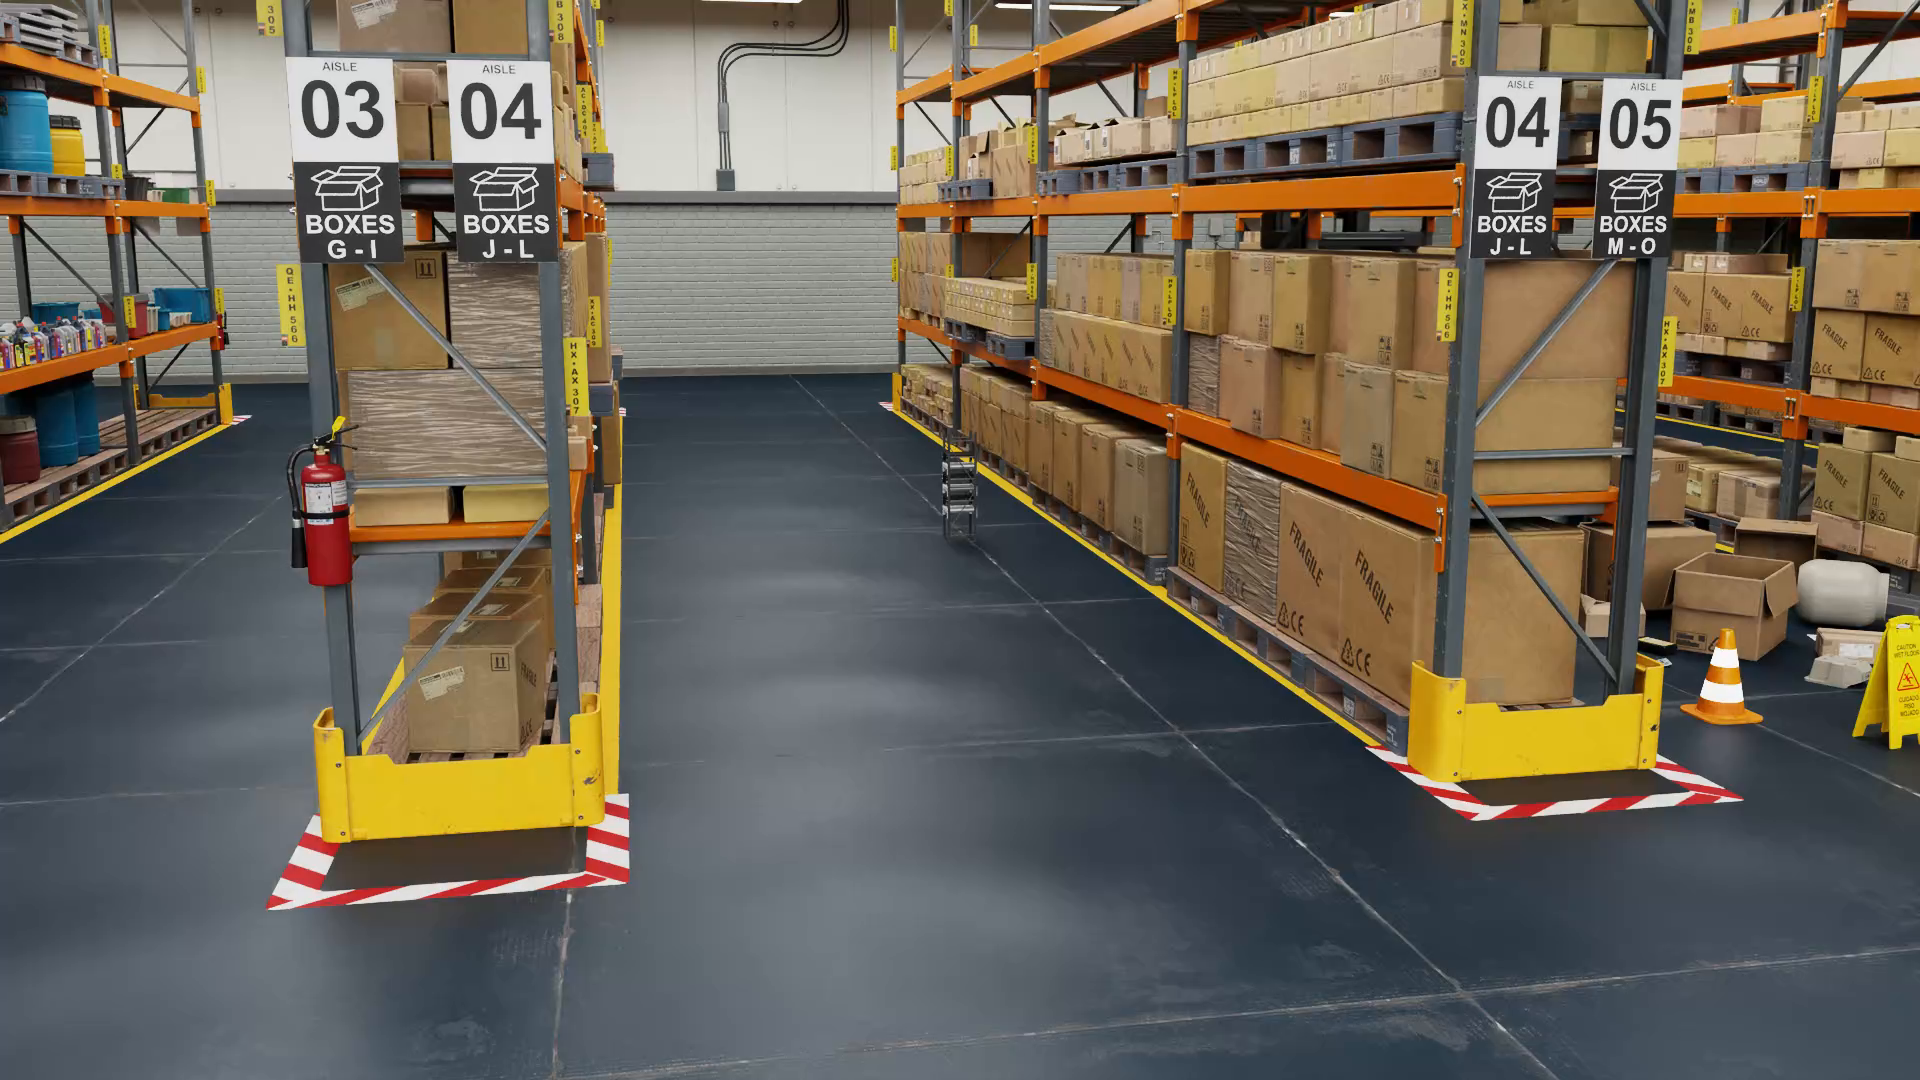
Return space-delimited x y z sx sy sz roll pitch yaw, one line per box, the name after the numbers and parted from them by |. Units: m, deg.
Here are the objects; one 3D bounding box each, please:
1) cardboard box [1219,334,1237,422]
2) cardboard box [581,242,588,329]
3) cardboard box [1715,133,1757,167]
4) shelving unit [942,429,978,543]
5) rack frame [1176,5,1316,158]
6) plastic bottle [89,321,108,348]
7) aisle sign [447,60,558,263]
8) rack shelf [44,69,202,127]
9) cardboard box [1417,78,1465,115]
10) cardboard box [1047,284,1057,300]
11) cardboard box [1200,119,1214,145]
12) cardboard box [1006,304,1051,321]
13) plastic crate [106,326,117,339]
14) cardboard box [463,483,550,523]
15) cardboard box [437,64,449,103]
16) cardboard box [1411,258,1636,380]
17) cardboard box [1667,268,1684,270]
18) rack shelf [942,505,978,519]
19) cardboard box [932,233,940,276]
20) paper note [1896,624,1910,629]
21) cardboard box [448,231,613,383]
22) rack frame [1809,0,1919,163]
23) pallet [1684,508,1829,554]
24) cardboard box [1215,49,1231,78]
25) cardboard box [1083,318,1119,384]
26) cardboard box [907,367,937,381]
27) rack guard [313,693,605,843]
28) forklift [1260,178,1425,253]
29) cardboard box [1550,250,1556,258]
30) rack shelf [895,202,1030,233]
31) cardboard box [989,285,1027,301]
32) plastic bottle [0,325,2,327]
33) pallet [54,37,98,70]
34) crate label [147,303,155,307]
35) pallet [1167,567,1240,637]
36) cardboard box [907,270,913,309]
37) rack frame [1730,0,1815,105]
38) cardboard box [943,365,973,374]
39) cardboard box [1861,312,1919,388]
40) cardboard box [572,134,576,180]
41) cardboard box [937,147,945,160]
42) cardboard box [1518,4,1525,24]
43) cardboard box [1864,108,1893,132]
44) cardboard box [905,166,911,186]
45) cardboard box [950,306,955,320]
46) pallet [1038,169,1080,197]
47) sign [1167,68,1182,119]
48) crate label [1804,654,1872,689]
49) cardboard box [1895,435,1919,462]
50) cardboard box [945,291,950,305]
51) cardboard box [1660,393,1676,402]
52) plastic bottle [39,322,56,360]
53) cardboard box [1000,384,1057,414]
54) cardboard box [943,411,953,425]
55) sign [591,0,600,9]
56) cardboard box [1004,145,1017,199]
2.184 -1.037 10.722 0.875 0.550 0.550 -2 11 -11 | cardboard box
-2.458 -1.491 9.771 0.500 0.500 0.500 -2 11 -11 | cardboard box
6.458 -3.130 13.376 0.500 0.250 0.500 -2 11 -10 | cardboard box
-0.002 -0.444 13.620 0.258 0.900 0.210 -2 11 -11 | shelving unit
1.971 -4.078 11.054 1.000 3.000 0.127 -2 11 -11 | rack frame
-8.934 -2.135 17.221 0.152 0.276 0.135 -2 11 -11 | plastic bottle
-1.830 -1.512 6.665 0.394 0.787 0.004 -2 11 -11 | aisle sign
-9.717 -5.020 18.998 1.077 0.370 4.000 -2 11 -11 | rack shelf
2.352 -2.051 7.710 0.380 0.149 0.250 -2 11 -11 | cardboard box
1.090 -2.524 16.892 0.380 0.149 0.250 -2 11 -8 | cardboard box
1.761 -2.610 10.644 0.380 0.149 0.250 -2 11 -11 | cardboard box
0.650 -2.167 15.815 0.380 0.149 0.250 -2 11 -10 | cardboard box
-9.279 -2.247 18.022 0.396 0.136 0.243 -2 11 -11 | plastic crate
-1.957 -0.173 7.254 0.380 0.149 0.250 -2 11 -11 | cardboard box
-1.963 -1.890 6.916 0.380 0.149 0.250 -2 11 -11 | cardboard box
2.715 -1.071 8.010 0.875 0.550 0.550 -2 11 -11 | cardboard box
6.601 -2.204 15.069 0.500 0.500 0.500 -3 11 -15 | cardboard box
-0.002 -0.234 13.660 0.258 0.077 0.200 -2 11 -11 | rack shelf
-0.047 -3.455 20.091 0.500 0.500 0.500 -2 11 -13 | cardboard box
6.100 0.554 10.705 0.142 0.019 0.148 -6 13 -31 | paper note
-2.931 -1.621 11.462 1.000 1.000 1.000 -2 11 -11 | cardboard box
6.807 -4.276 12.097 1.000 3.000 0.127 -2 11 -11 | rack frame
6.654 -0.102 13.669 1.003 0.211 1.213 -2 11 -11 | pallet
1.808 -2.956 10.329 0.380 0.149 0.250 -2 11 -12 | cardboard box
1.310 -1.544 13.520 0.500 0.500 0.500 -2 11 -12 | cardboard box
-0.499 -2.224 22.270 0.380 0.149 0.250 -2 11 -11 | cardboard box
-2.151 0.979 7.217 1.175 0.500 0.348 -2 11 -11 | rack guard
3.123 -1.525 13.868 1.130 2.935 3.031 -2 11 -11 | forklift
5.672 -2.689 16.858 0.500 0.500 0.500 -2 11 -13 | cardboard box
0.026 -4.085 21.038 1.077 0.370 4.000 -2 11 -11 | rack shelf
0.495 -2.456 16.534 0.380 0.149 0.250 -2 11 -9 | cardboard box
-9.545 -2.005 16.551 0.097 0.271 0.097 0 11 0 | plastic bottle
-9.137 -4.763 16.230 1.003 0.211 1.213 -2 11 -11 | pallet
-10.381 -2.880 21.091 0.416 0.233 0.303 -2 11 -11 | crate label
2.042 0.381 11.128 1.003 0.211 1.213 -2 11 -11 | pallet
-0.417 -3.337 22.145 0.500 0.500 0.500 -2 11 -11 | cardboard box
10.119 -5.925 20.758 1.000 3.000 0.127 -2 11 -11 | rack frame
-0.019 -2.294 22.635 0.380 0.149 0.250 -2 11 -10 | cardboard box
6.740 -1.342 11.664 0.500 0.500 0.500 -2 11 -11 | cardboard box
-2.373 -2.105 9.113 0.500 0.250 0.500 -2 11 -11 | cardboard box
-0.064 -4.578 19.703 0.380 0.149 0.250 -2 11 -11 | cardboard box
2.898 -2.560 8.251 0.380 0.149 0.250 -2 11 -12 | cardboard box
6.627 -2.955 11.716 0.380 0.149 0.250 -2 11 -9 | cardboard box
-0.430 -4.791 21.889 0.500 0.250 0.500 -2 11 -12 | cardboard box
0.100 -2.541 18.574 0.380 0.149 0.250 -2 11 -10 | cardboard box
1.370 -3.129 14.596 1.213 0.211 1.003 -2 11 -8 | pallet
1.441 -2.991 11.144 0.100 0.325 0.005 -2 11 -11 | sign
4.999 0.739 9.445 0.250 0.136 0.298 -9 14 -40 | crate label
6.724 -0.635 11.498 0.380 0.149 0.250 -2 11 -9 | cardboard box
0.041 -2.738 18.813 0.380 0.149 0.250 -2 11 -10 | cardboard box
9.653 -1.998 22.360 0.396 0.266 0.258 -2 11 -9 | cardboard box
-8.614 -1.873 15.647 0.144 0.351 0.185 -2 11 -11 | plastic bottle
0.694 -1.419 16.687 0.500 0.250 0.500 -2 11 -10 | cardboard box
0.005 -1.463 19.864 0.380 0.149 0.250 -2 11 -10 | cardboard box
-3.940 -5.903 17.933 0.100 0.325 0.005 -2 11 -11 | sign
0.723 -3.574 16.160 0.500 0.500 0.500 -2 11 -11 | cardboard box
